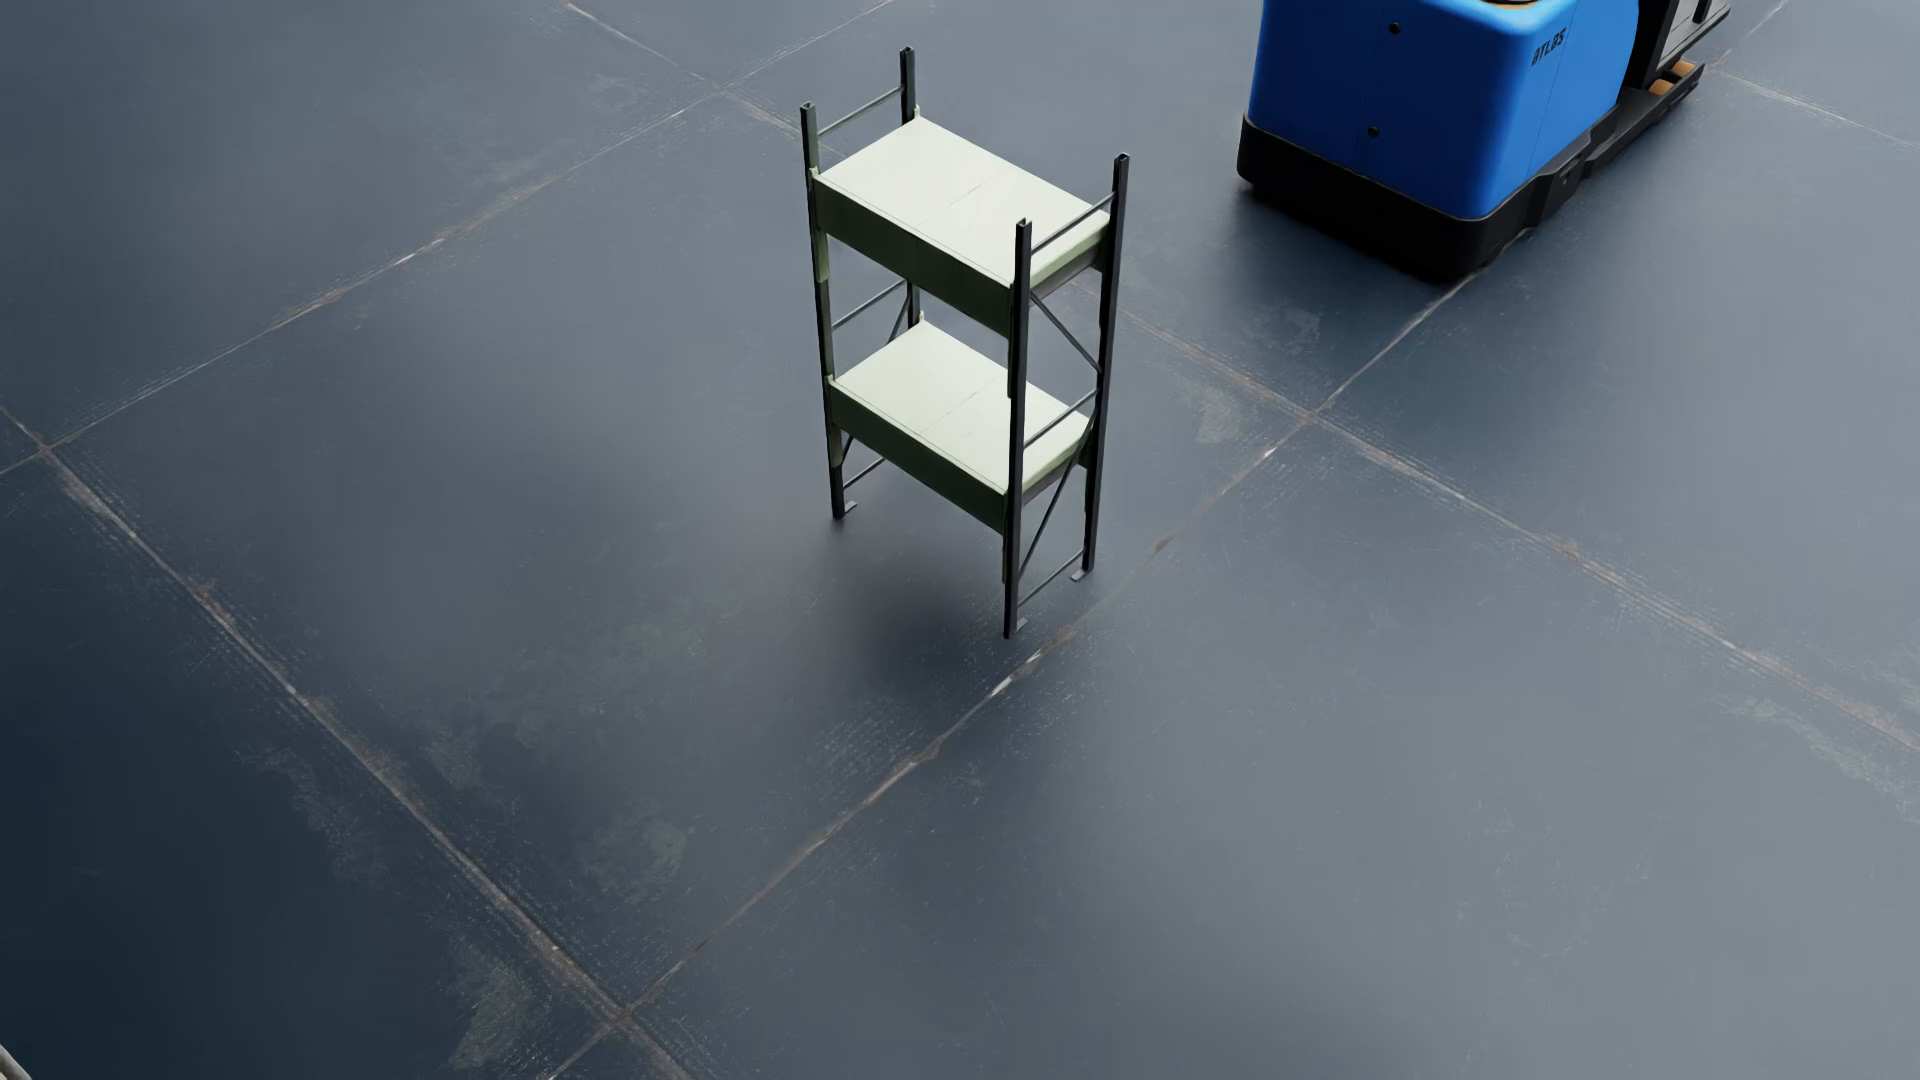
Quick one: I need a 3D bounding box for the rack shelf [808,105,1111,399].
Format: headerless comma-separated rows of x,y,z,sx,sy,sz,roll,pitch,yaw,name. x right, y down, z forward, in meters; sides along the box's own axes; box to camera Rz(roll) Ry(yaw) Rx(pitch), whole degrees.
0.005,-0.777,4.416,0.720,0.370,0.431,34,55,28,rack shelf

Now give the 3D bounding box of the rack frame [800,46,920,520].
-0.264,-0.691,4.870,0.023,1.500,0.400,34,55,28,rack frame

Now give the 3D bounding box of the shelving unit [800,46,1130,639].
0.005,-0.510,4.700,0.755,1.500,0.431,34,55,28,shelving unit

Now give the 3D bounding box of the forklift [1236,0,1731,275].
2.447,-2.959,6.018,1.130,2.935,3.031,34,55,27,forklift

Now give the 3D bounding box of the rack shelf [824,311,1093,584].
0.005,-0.287,4.938,0.720,0.370,0.431,34,55,28,rack shelf

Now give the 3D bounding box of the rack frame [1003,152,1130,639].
0.274,-0.329,4.530,0.023,1.500,0.400,34,55,28,rack frame
